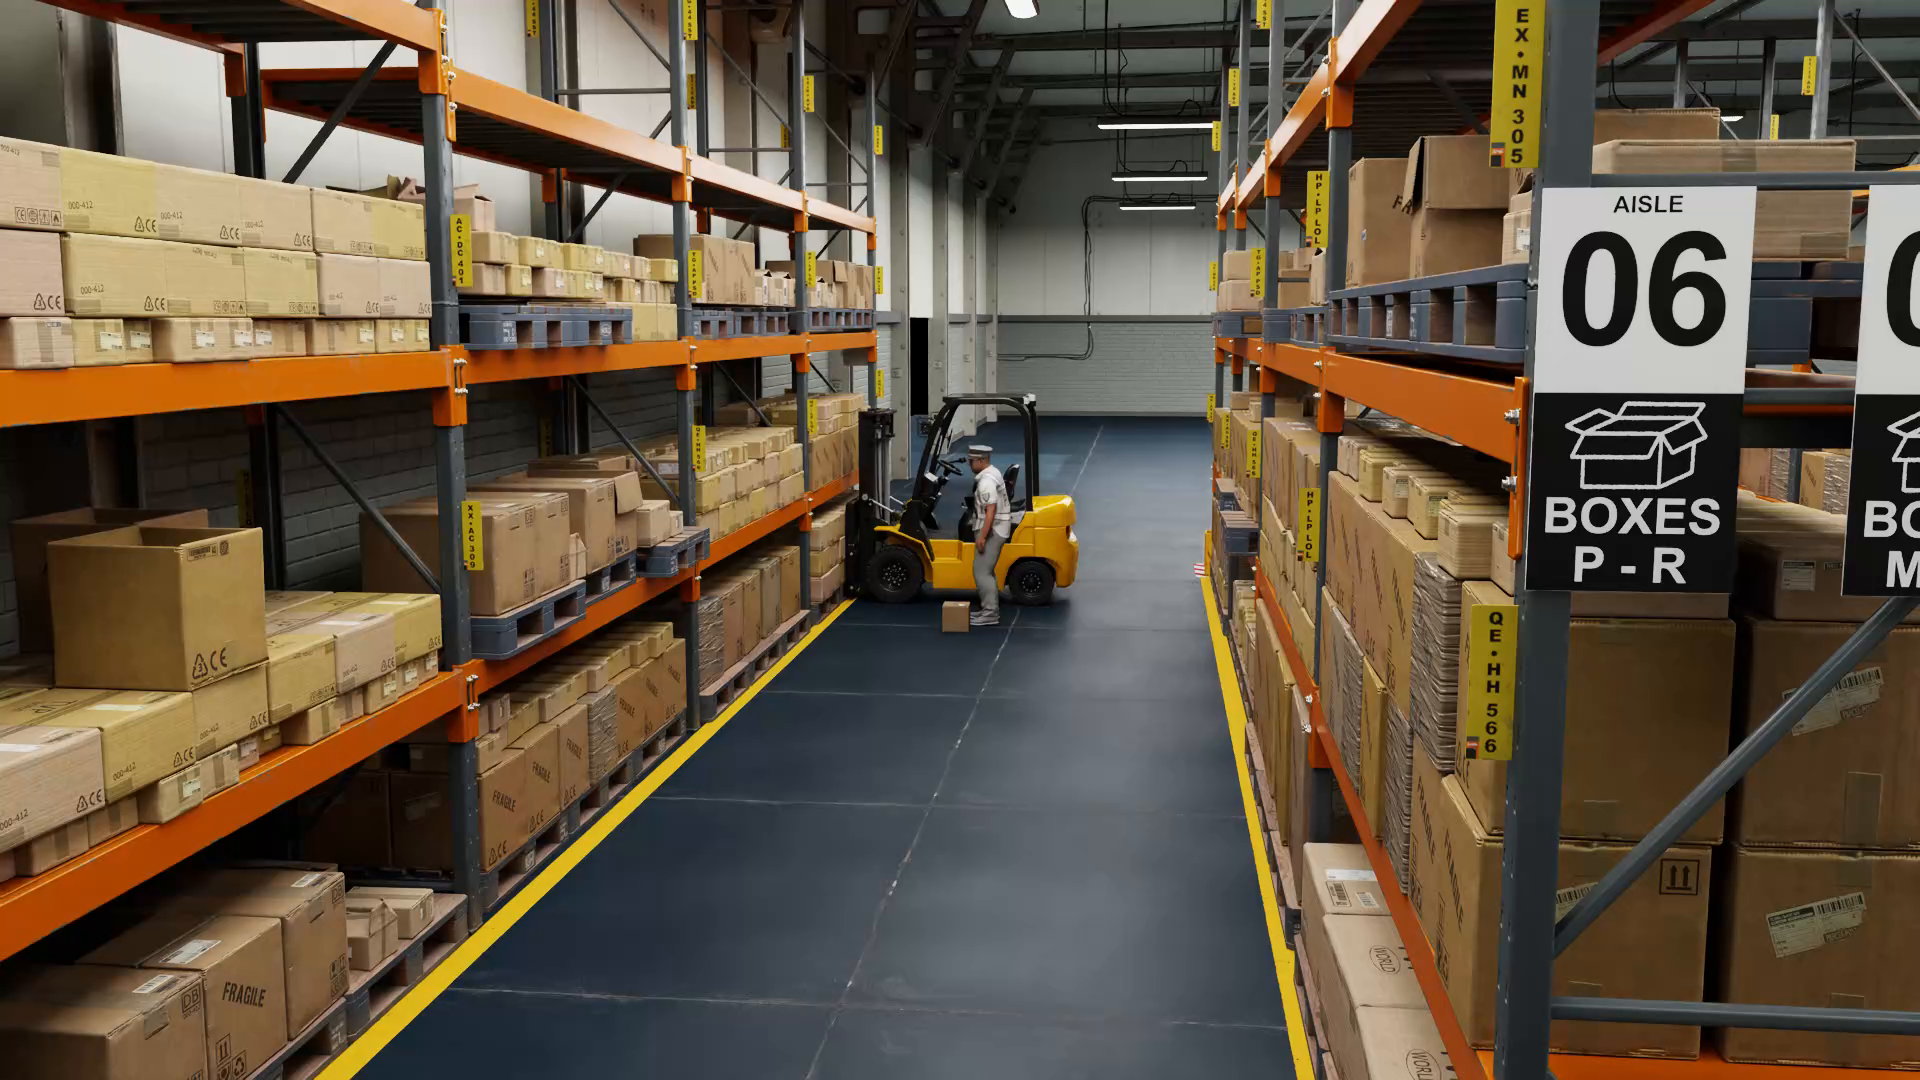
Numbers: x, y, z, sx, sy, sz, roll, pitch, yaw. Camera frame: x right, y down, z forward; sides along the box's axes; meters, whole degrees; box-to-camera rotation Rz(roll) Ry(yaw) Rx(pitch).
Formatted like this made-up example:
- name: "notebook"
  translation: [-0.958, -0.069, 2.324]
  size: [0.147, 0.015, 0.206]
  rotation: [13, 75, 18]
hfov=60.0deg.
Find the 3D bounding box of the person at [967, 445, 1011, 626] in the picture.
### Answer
- name: "person"
  translation: [0.275, -0.054, 16.173]
  size: [0.433, 1.748, 0.588]
  rotation: [0, 8, 4]
